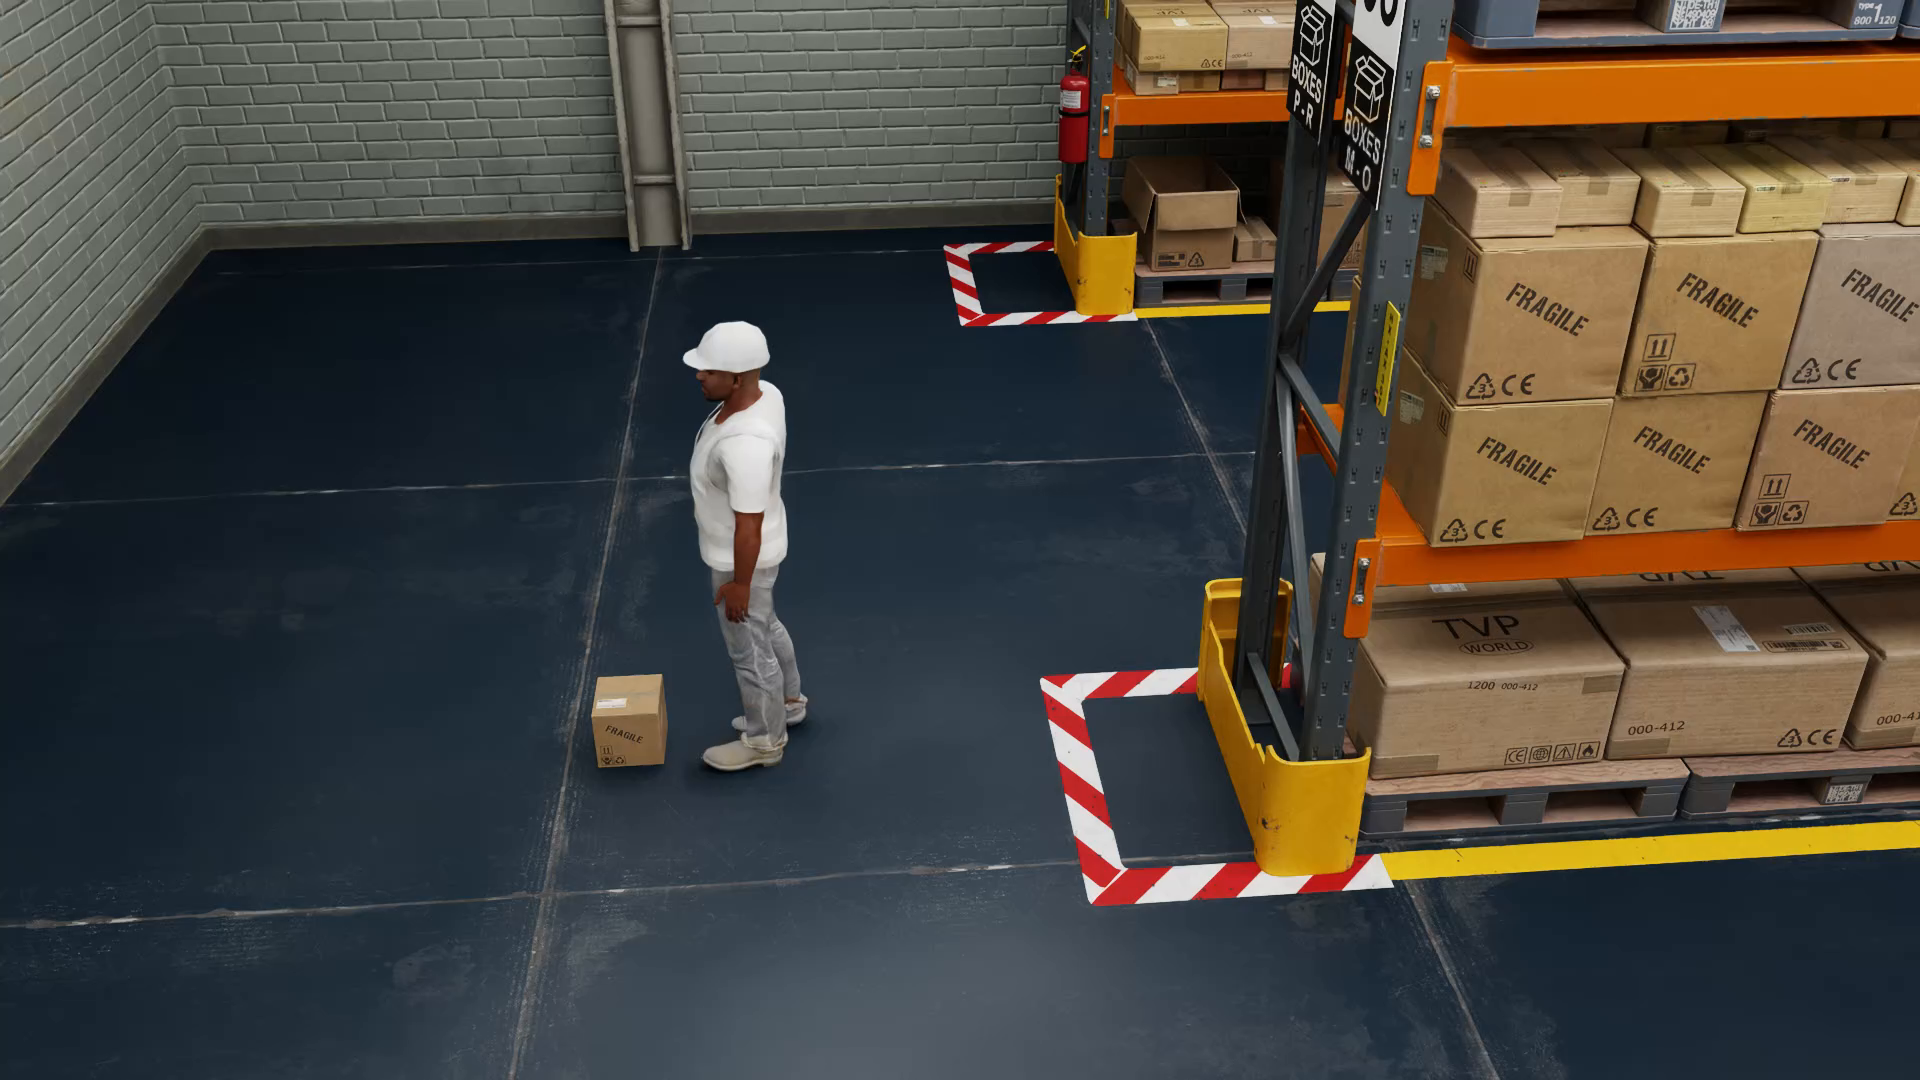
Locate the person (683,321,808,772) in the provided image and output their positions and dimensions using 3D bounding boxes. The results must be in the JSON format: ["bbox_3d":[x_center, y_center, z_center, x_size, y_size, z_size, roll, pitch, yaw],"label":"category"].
[{"bbox_3d":[-0.793,0.045,6.057,0.402,1.798,0.566,-2,31,-3],"label":"person"}]
